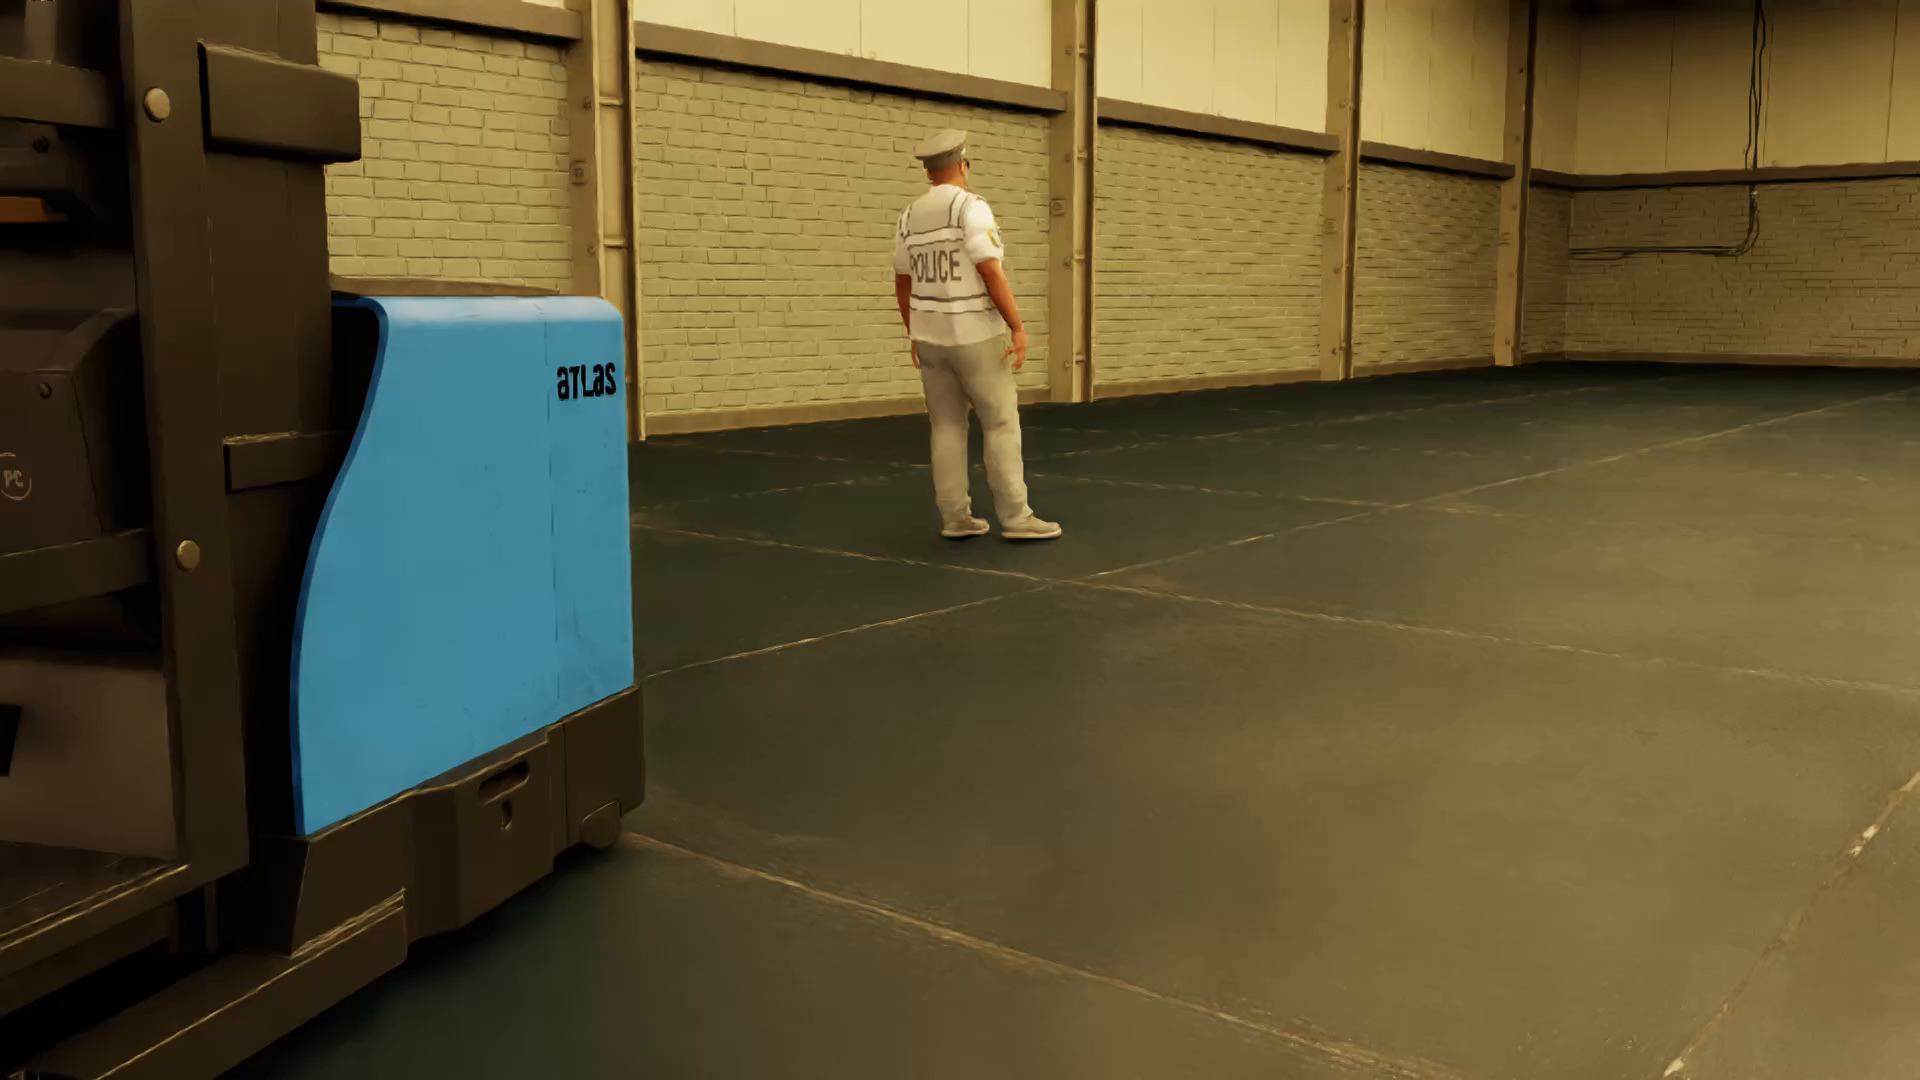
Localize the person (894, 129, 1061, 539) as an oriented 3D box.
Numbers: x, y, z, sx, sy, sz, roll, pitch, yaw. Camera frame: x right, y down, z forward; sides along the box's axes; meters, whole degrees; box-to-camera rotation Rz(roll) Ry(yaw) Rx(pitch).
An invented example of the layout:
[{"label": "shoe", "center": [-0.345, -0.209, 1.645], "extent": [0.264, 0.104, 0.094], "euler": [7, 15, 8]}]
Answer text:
[{"label": "person", "center": [0.058, -0.896, 7.328], "extent": [0.640, 1.778, 0.574], "euler": [7, 11, 38]}]

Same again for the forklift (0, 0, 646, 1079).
[{"label": "forklift", "center": [-1.555, -0.679, 1.922], "extent": [1.130, 2.935, 3.031], "euler": [3, 9, 17]}]
